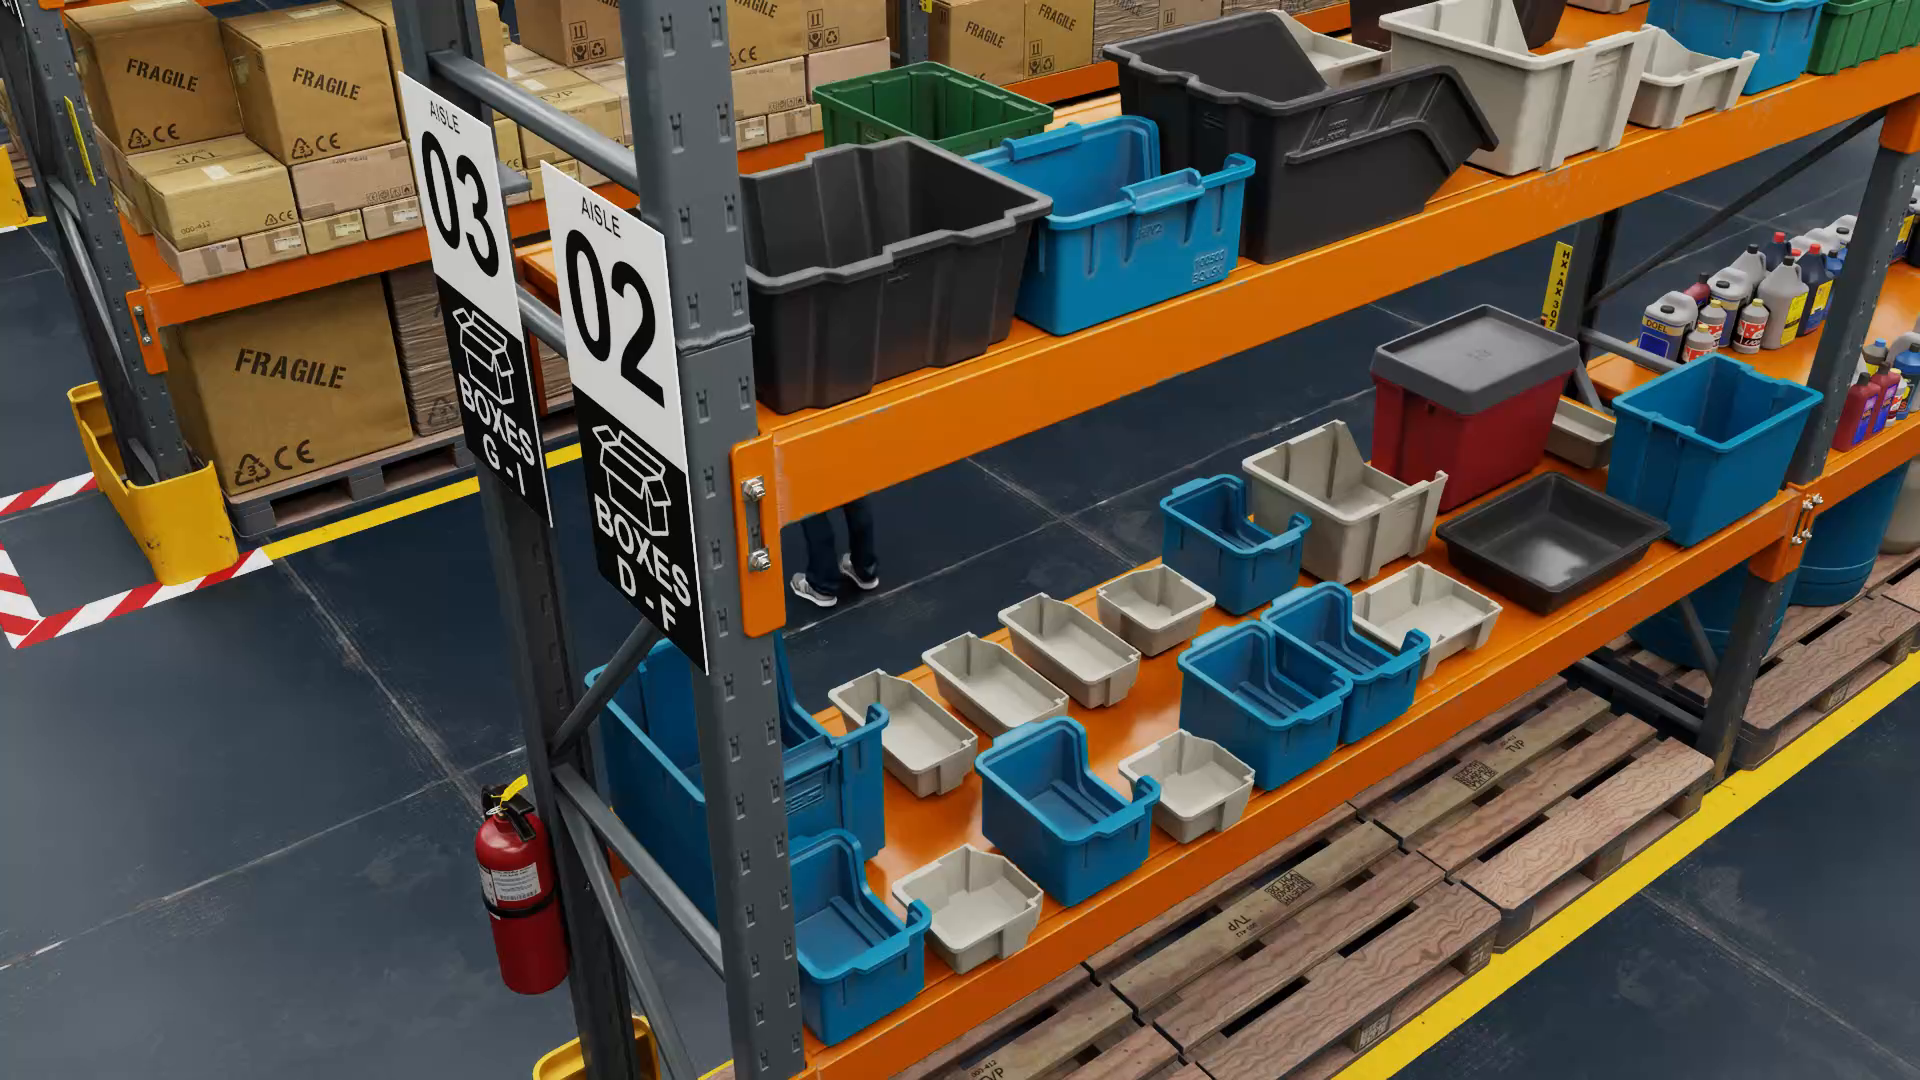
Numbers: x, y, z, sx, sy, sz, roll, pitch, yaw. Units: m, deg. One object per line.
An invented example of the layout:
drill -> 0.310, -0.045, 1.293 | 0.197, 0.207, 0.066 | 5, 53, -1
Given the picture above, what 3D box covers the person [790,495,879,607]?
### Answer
person -> -0.571, -0.472, 6.875 | 0.443, 1.603, 0.436 | -23, 39, -32
